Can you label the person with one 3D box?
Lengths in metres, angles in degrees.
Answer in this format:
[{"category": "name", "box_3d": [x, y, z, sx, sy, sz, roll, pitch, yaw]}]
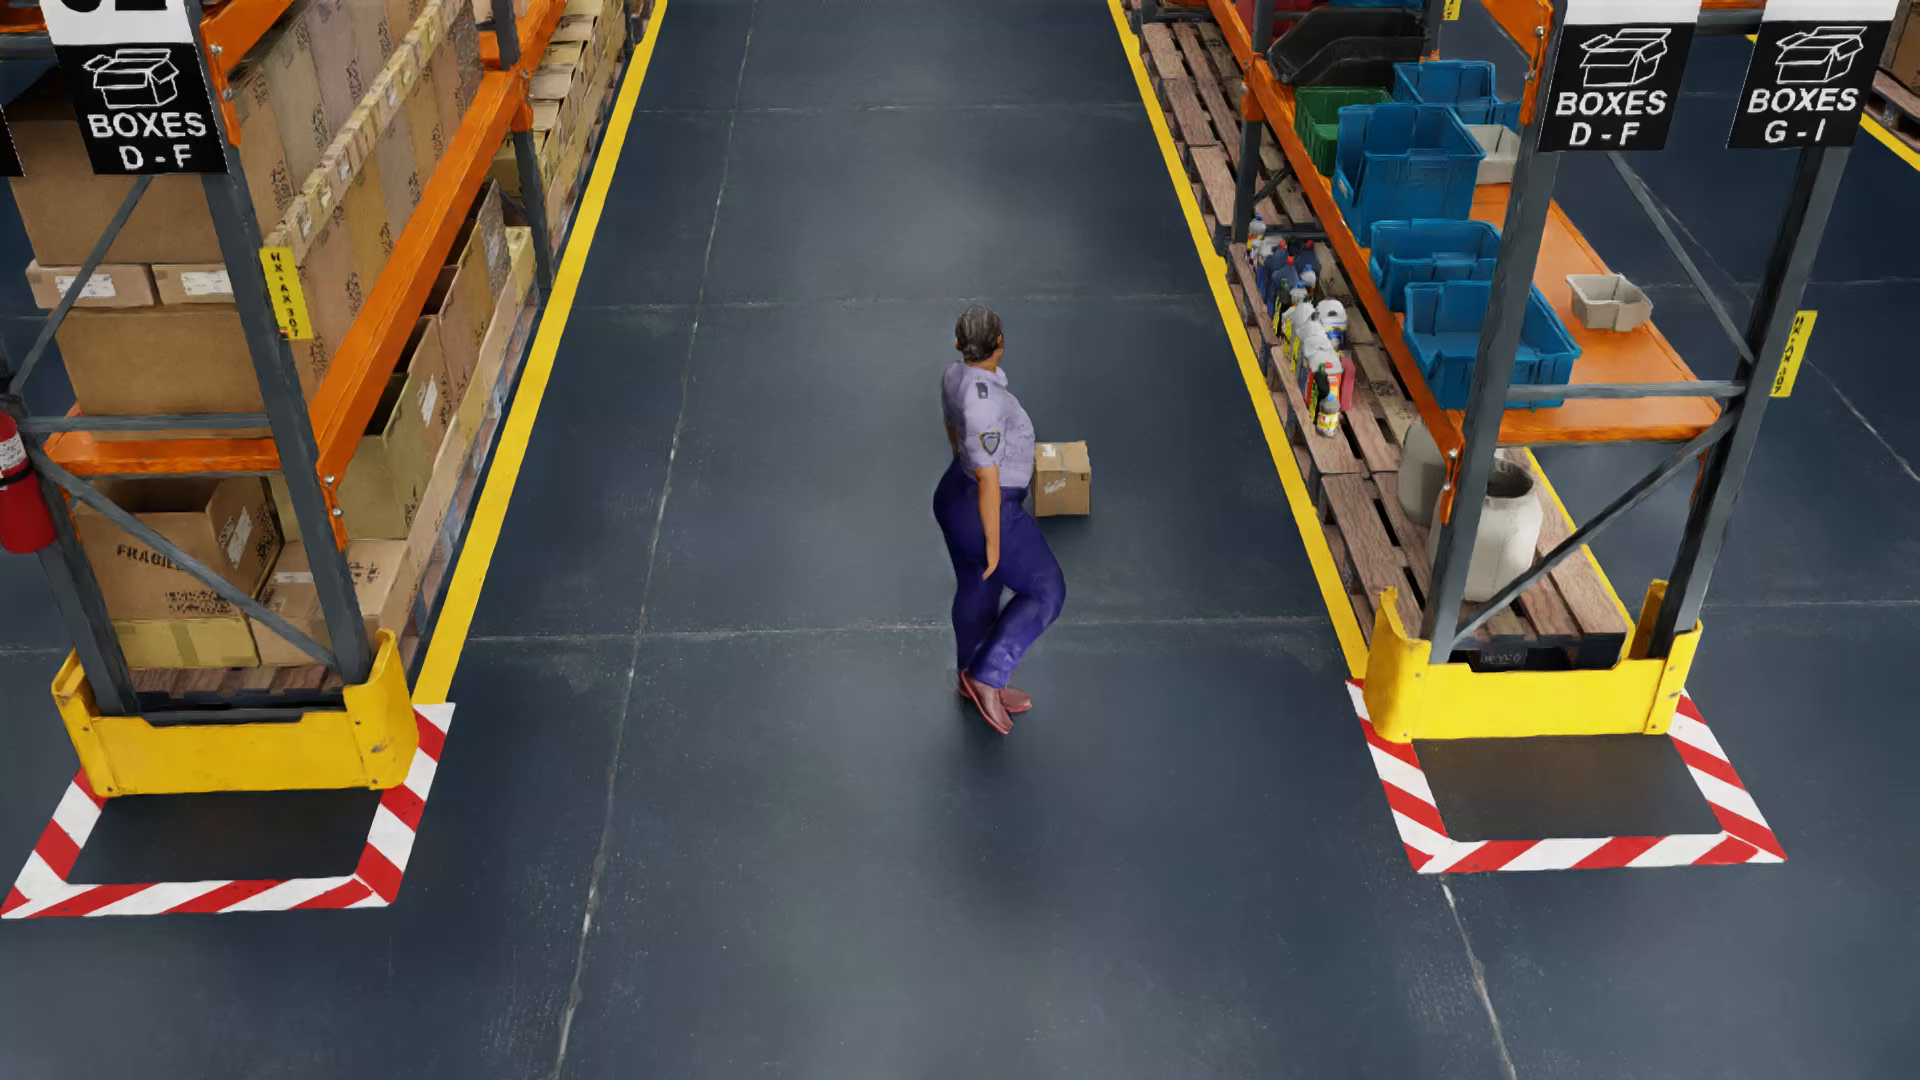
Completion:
[{"category": "person", "box_3d": [0.151, -0.065, 6.242, 0.453, 1.643, 0.694, -7, 36, -10]}]
